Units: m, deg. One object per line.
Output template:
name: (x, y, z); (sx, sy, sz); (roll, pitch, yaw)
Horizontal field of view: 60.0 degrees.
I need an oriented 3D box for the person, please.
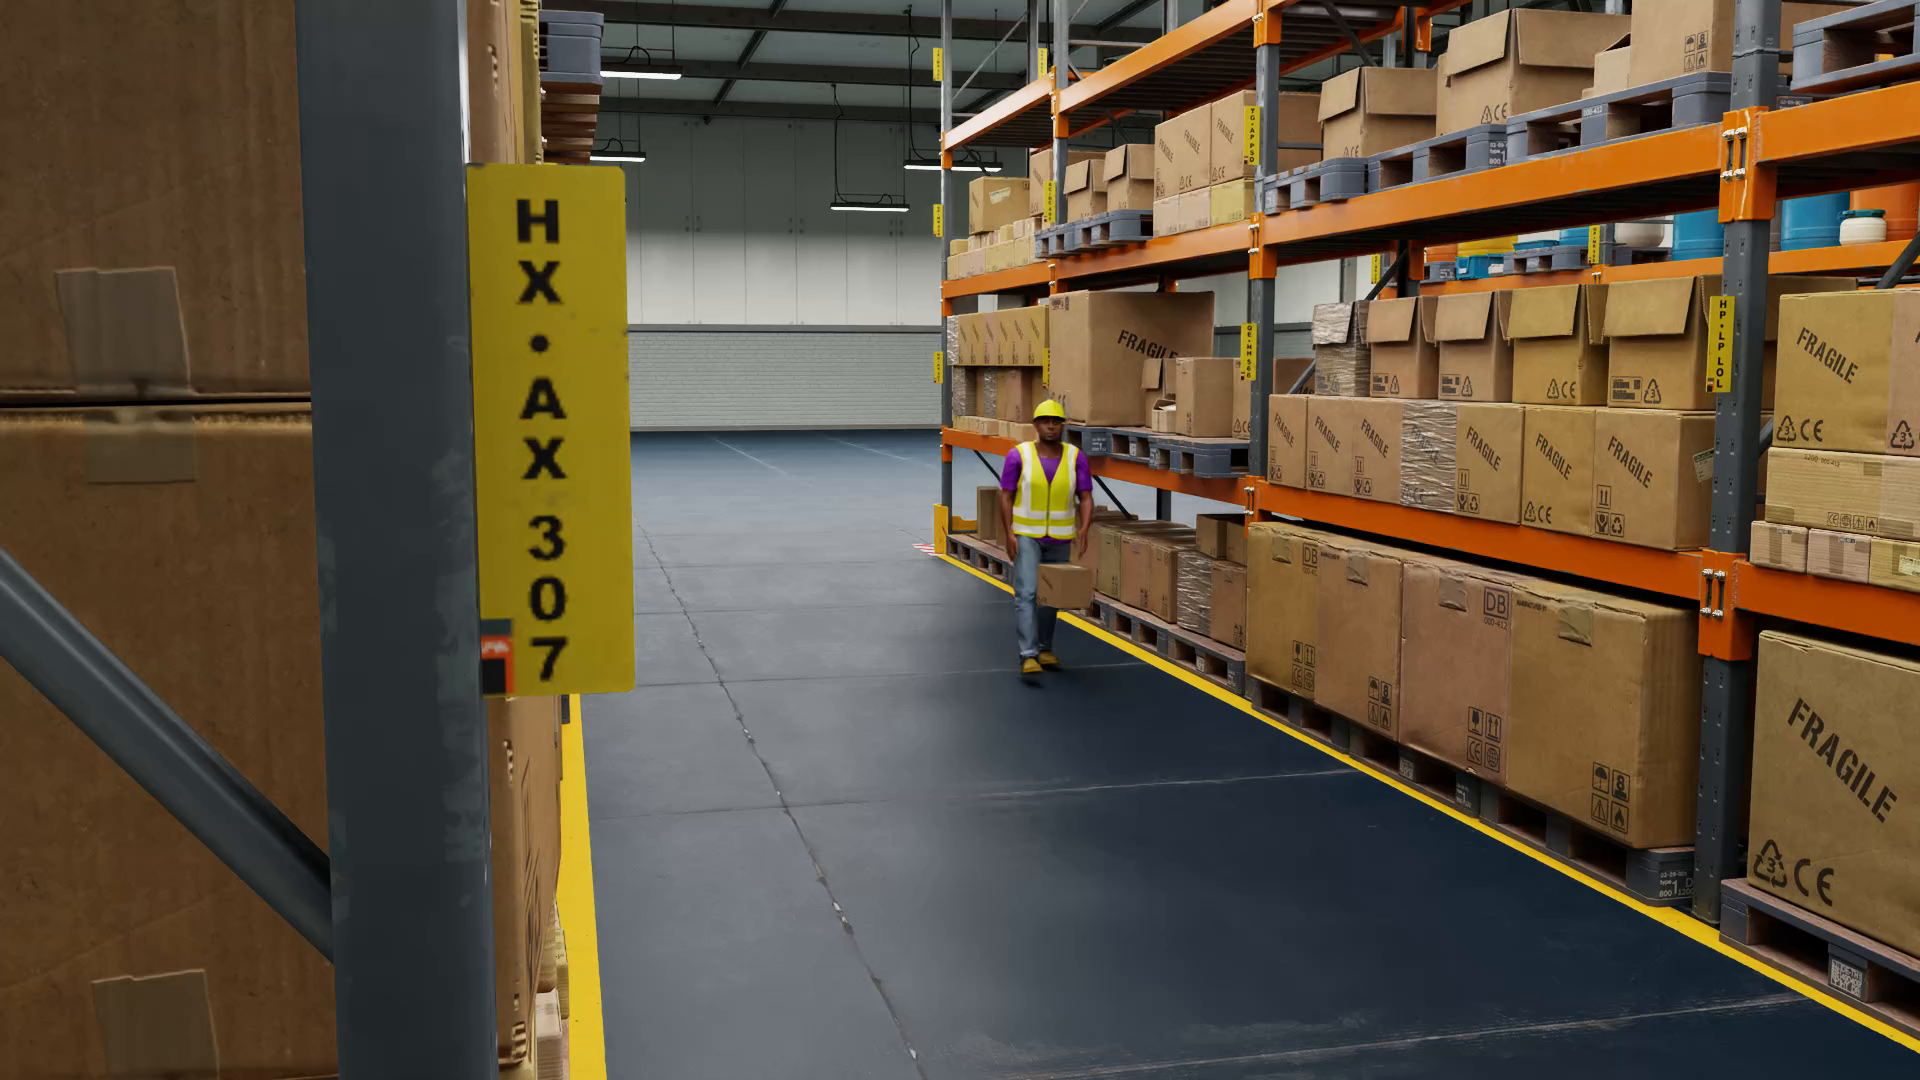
person: (0.563, -0.019, 10.491); (0.582, 1.727, 0.922); (-1, 6, -10)
